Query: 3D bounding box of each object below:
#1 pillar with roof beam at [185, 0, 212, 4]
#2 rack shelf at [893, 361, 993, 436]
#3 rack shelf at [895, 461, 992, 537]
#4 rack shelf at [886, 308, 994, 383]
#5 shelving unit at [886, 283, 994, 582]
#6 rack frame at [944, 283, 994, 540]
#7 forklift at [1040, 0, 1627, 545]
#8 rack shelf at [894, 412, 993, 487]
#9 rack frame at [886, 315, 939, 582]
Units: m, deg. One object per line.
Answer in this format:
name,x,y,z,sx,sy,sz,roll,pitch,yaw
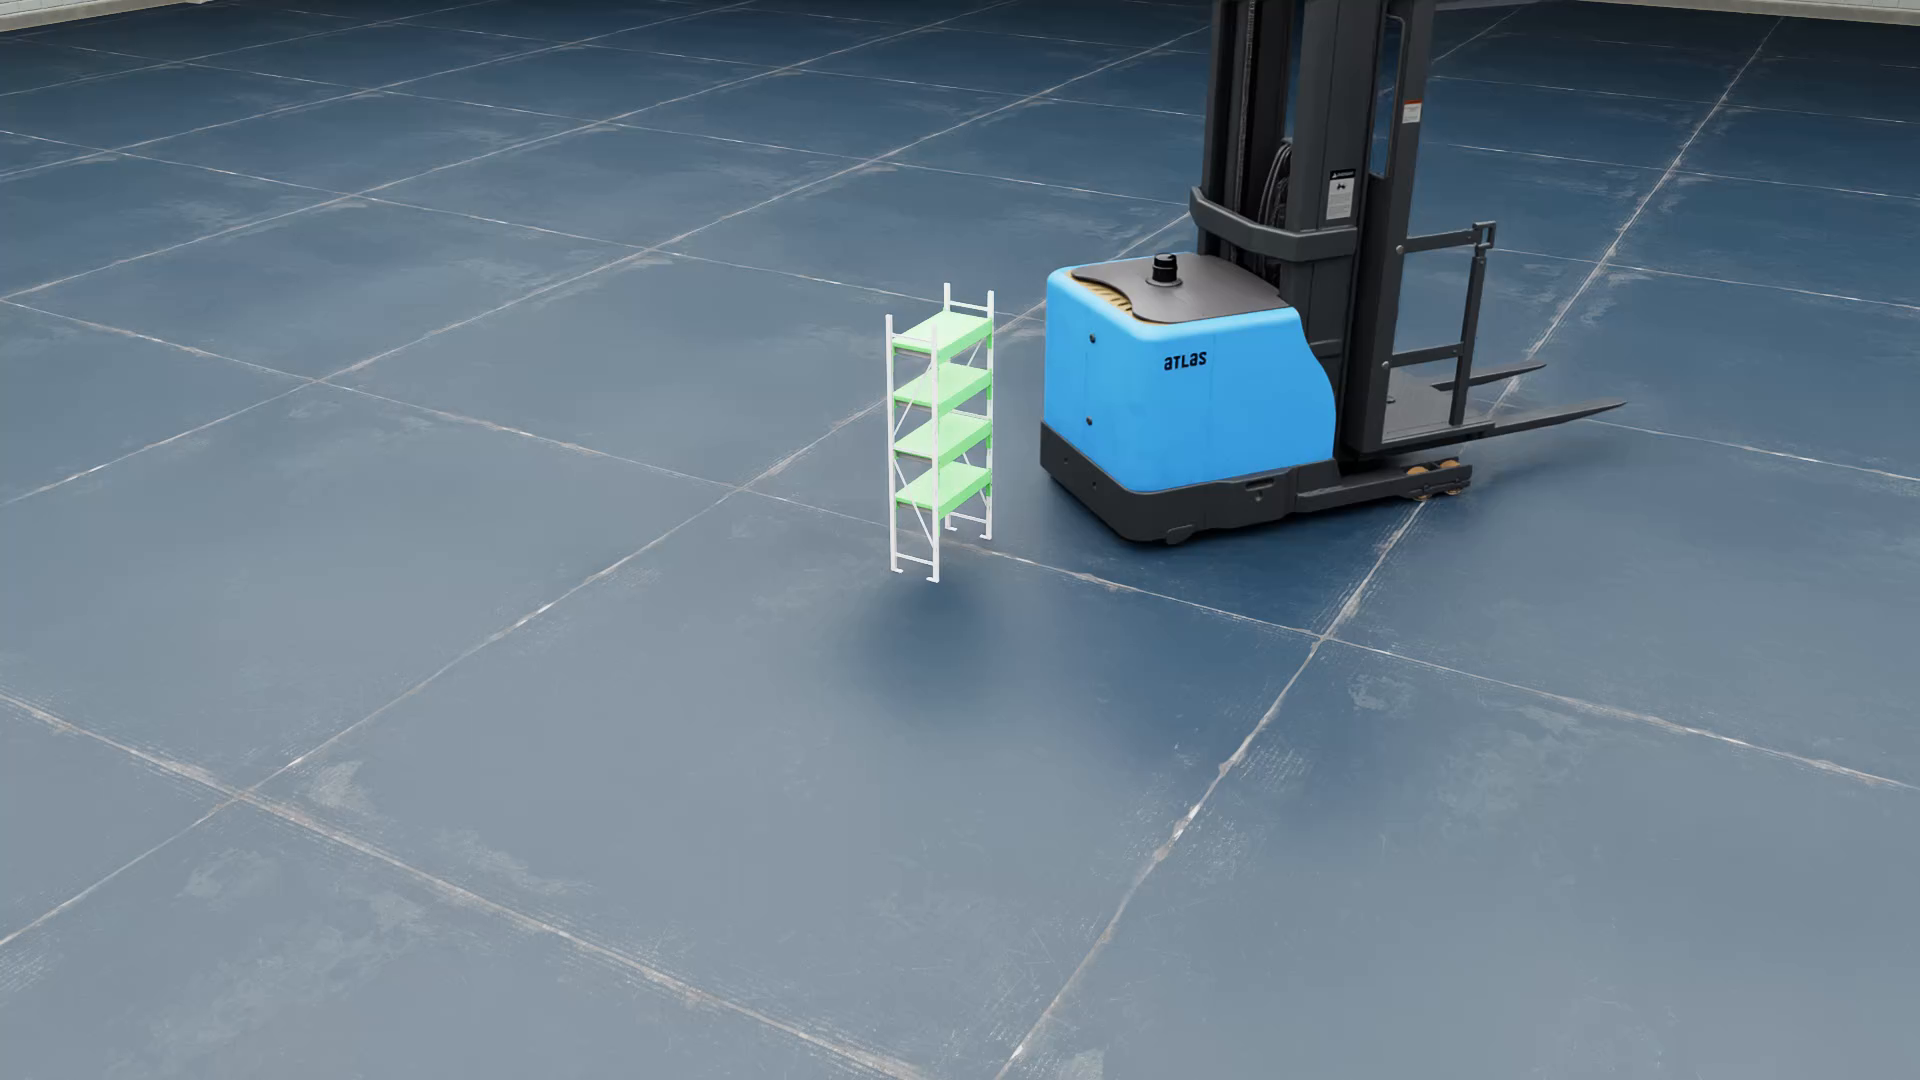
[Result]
pillar with roof beam,-6.251,-10.211,18.095,9.100,9.000,0.400,14,30,26
rack shelf,-0.081,-0.629,7.274,0.258,0.148,0.480,14,30,26
rack shelf,-0.081,-0.200,7.489,0.258,0.148,0.480,14,30,26
rack shelf,-0.081,-0.844,7.166,0.258,0.148,0.480,14,30,26
shelving unit,-0.081,-0.472,7.353,0.258,1.200,0.503,14,30,26
rack frame,0.039,-0.567,7.543,0.240,1.200,0.015,14,30,26
forklift,1.967,-1.705,7.883,3.031,2.935,1.130,-11,29,-20
rack shelf,-0.081,-0.415,7.381,0.258,0.148,0.480,14,30,26
rack frame,-0.201,-0.377,7.163,0.240,1.200,0.015,14,30,26
